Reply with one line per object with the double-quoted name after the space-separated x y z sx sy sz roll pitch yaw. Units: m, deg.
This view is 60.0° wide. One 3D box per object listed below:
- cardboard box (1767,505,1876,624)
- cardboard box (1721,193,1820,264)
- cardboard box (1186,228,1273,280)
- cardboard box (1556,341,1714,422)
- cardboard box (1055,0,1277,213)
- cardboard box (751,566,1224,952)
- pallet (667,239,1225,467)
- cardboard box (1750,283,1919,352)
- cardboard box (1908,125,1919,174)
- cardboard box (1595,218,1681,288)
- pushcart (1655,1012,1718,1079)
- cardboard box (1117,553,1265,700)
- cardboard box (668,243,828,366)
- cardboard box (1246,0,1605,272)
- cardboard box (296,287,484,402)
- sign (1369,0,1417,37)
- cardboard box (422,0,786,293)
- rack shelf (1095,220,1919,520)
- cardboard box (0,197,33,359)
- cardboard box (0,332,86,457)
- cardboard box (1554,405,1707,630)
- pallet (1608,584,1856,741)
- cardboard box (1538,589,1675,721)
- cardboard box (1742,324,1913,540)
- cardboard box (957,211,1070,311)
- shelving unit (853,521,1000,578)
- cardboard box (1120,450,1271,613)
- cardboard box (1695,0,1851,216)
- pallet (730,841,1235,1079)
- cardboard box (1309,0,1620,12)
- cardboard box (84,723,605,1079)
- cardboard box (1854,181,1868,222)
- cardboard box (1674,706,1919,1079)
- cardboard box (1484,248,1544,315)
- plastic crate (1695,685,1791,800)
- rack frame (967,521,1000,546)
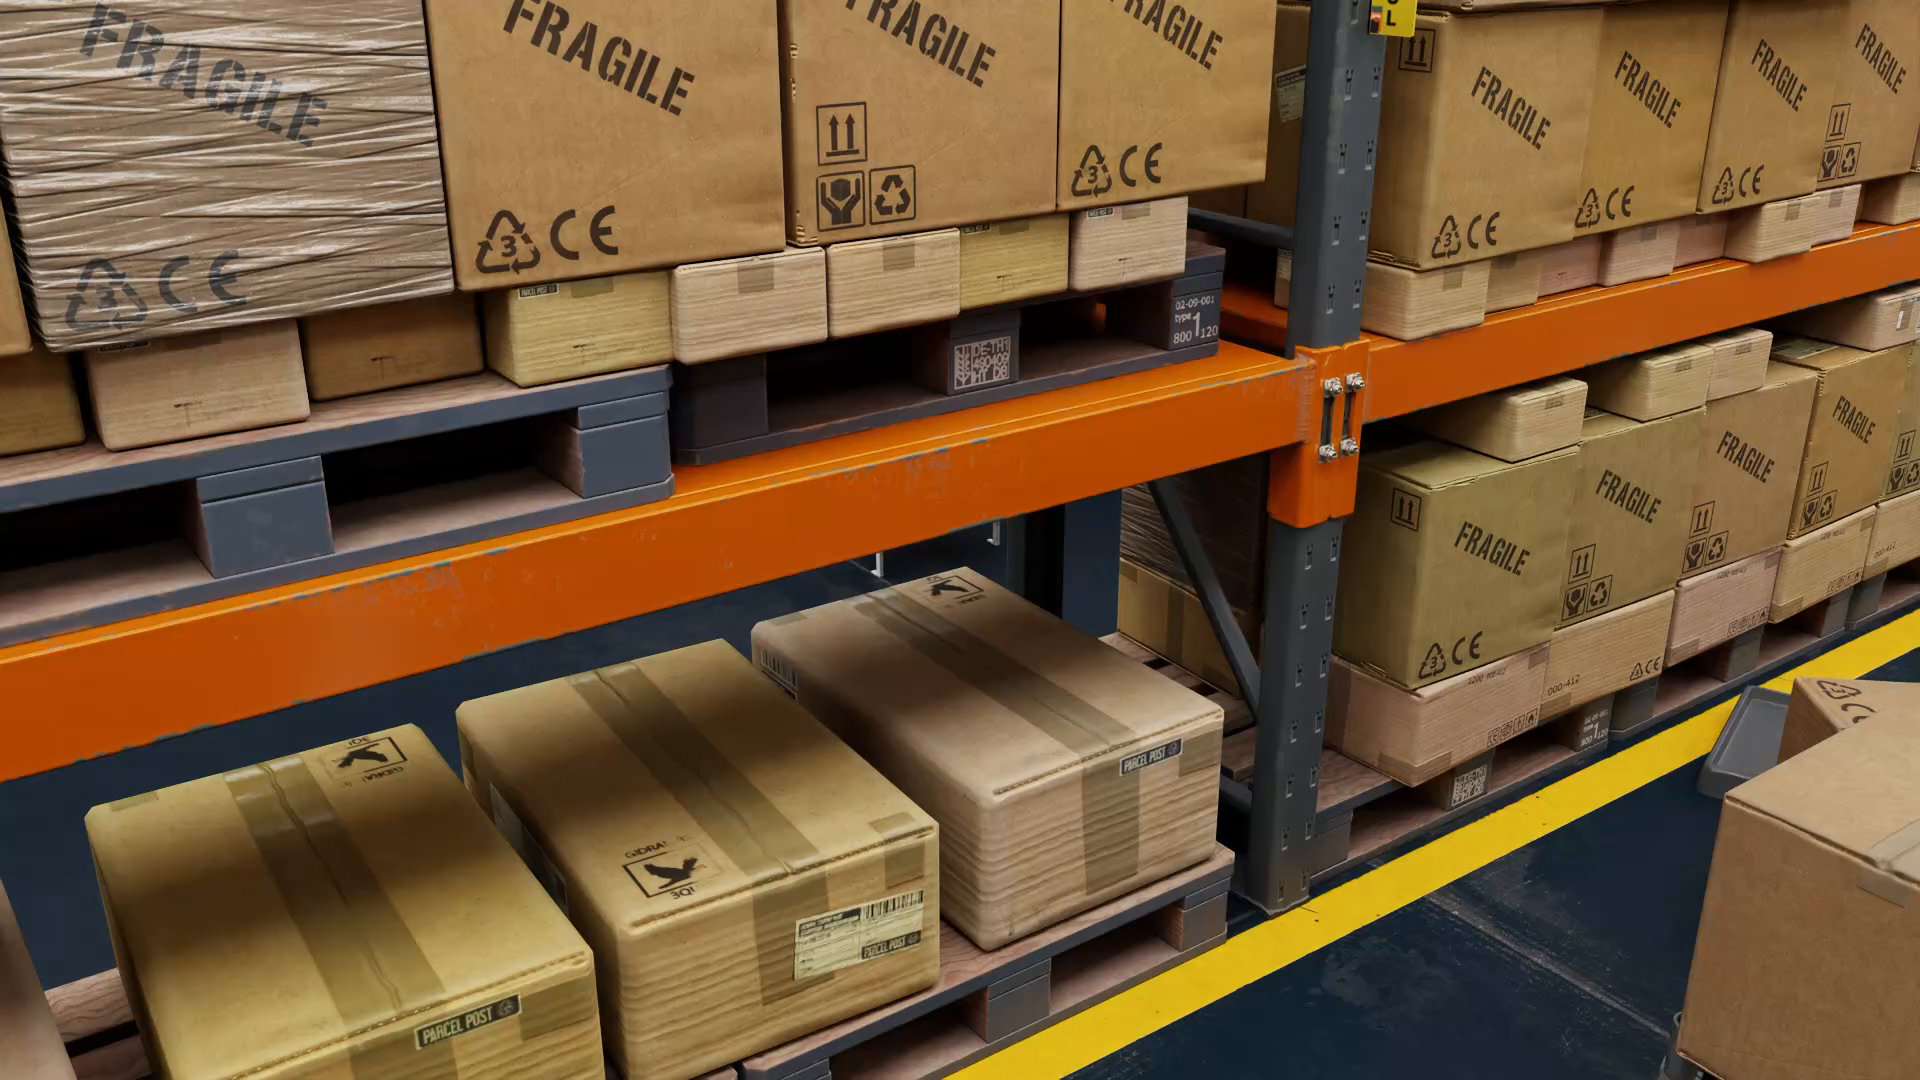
2.360 -0.003 4.999 0.500 0.250 0.500 -16 27 -35 "cardboard box"
1.946 -0.829 4.264 0.250 0.149 0.380 -15 26 -33 "cardboard box"
0.542 -0.744 4.053 0.250 0.149 0.380 -15 26 -33 "cardboard box"
1.648 -0.434 4.194 0.250 0.149 0.380 -14 26 -31 "cardboard box"
0.218 -0.910 3.027 0.500 0.500 0.500 -15 26 -34 "cardboard box"
0.035 0.440 3.725 0.625 0.372 0.950 -15 26 -32 "cardboard box"
-0.246 -0.489 3.333 1.213 0.211 1.003 -15 26 -33 "pallet"
2.528 -0.671 4.788 0.250 0.149 0.380 -14 26 -31 "cardboard box"
2.609 -1.335 4.659 0.500 0.500 0.500 -15 26 -33 "cardboard box"
1.496 -0.734 4.029 0.250 0.149 0.380 -14 26 -31 "cardboard box"
1.831 1.194 2.396 1.648 0.377 0.936 14 26 32 "pushcart"
0.782 0.174 4.557 0.500 0.250 0.500 -14 25 -30 "cardboard box"
-0.415 -0.409 2.646 0.250 0.149 0.380 -15 26 -32 "cardboard box"
0.979 -0.895 3.557 0.500 0.500 0.500 -15 26 -33 "cardboard box"
-0.908 -0.341 2.475 0.250 0.149 0.380 -16 27 -35 "cardboard box"
0.786 -1.071 2.971 0.005 0.325 0.100 -15 26 -33 "sign"
-0.606 -0.692 2.482 0.500 0.500 0.500 -14 26 -31 "cardboard box"
2.083 -0.798 4.820 4.000 0.370 1.077 -15 26 -33 "rack shelf"
-1.441 -0.473 1.931 0.500 0.500 0.500 -14 26 -32 "cardboard box"
-1.325 -0.225 2.185 0.250 0.149 0.380 -14 26 -31 "cardboard box"
1.523 -0.132 4.311 0.500 0.500 0.500 -14 26 -31 "cardboard box"
1.975 0.174 5.175 1.213 0.211 1.003 -15 26 -33 "pallet"
1.522 0.217 4.448 0.500 0.250 0.500 -13 25 -30 "cardboard box"
2.373 -0.359 4.879 0.500 0.500 0.500 -16 27 -34 "cardboard box"
-0.022 -0.532 2.954 0.250 0.149 0.380 -16 27 -34 "cardboard box"
-0.134 -0.521 5.584 0.503 1.200 0.258 -15 26 -33 "shelving unit"
0.783 -0.175 4.418 0.500 0.500 0.500 -15 26 -34 "cardboard box"
1.788 -1.116 4.109 0.500 0.500 0.500 -15 26 -33 "cardboard box"
-0.172 0.765 3.695 1.213 0.211 1.003 -15 26 -33 "pallet"
0.943 -1.378 3.418 0.500 0.500 0.700 -15 26 -33 "cardboard box"
-1.110 0.748 2.954 0.625 0.372 0.950 -14 26 -31 "cardboard box"
2.275 -0.978 4.640 0.250 0.149 0.380 -15 26 -33 "cardboard box"
1.523 0.639 2.599 0.500 0.500 0.500 -15 26 -33 "cardboard box"
1.077 -0.625 3.754 0.250 0.149 0.380 -14 26 -31 "cardboard box"
2.212 0.563 4.376 0.402 0.080 0.583 14 26 32 "plastic crate"
0.064 -0.574 5.717 0.015 1.200 0.240 -15 26 -33 "rack frame"
